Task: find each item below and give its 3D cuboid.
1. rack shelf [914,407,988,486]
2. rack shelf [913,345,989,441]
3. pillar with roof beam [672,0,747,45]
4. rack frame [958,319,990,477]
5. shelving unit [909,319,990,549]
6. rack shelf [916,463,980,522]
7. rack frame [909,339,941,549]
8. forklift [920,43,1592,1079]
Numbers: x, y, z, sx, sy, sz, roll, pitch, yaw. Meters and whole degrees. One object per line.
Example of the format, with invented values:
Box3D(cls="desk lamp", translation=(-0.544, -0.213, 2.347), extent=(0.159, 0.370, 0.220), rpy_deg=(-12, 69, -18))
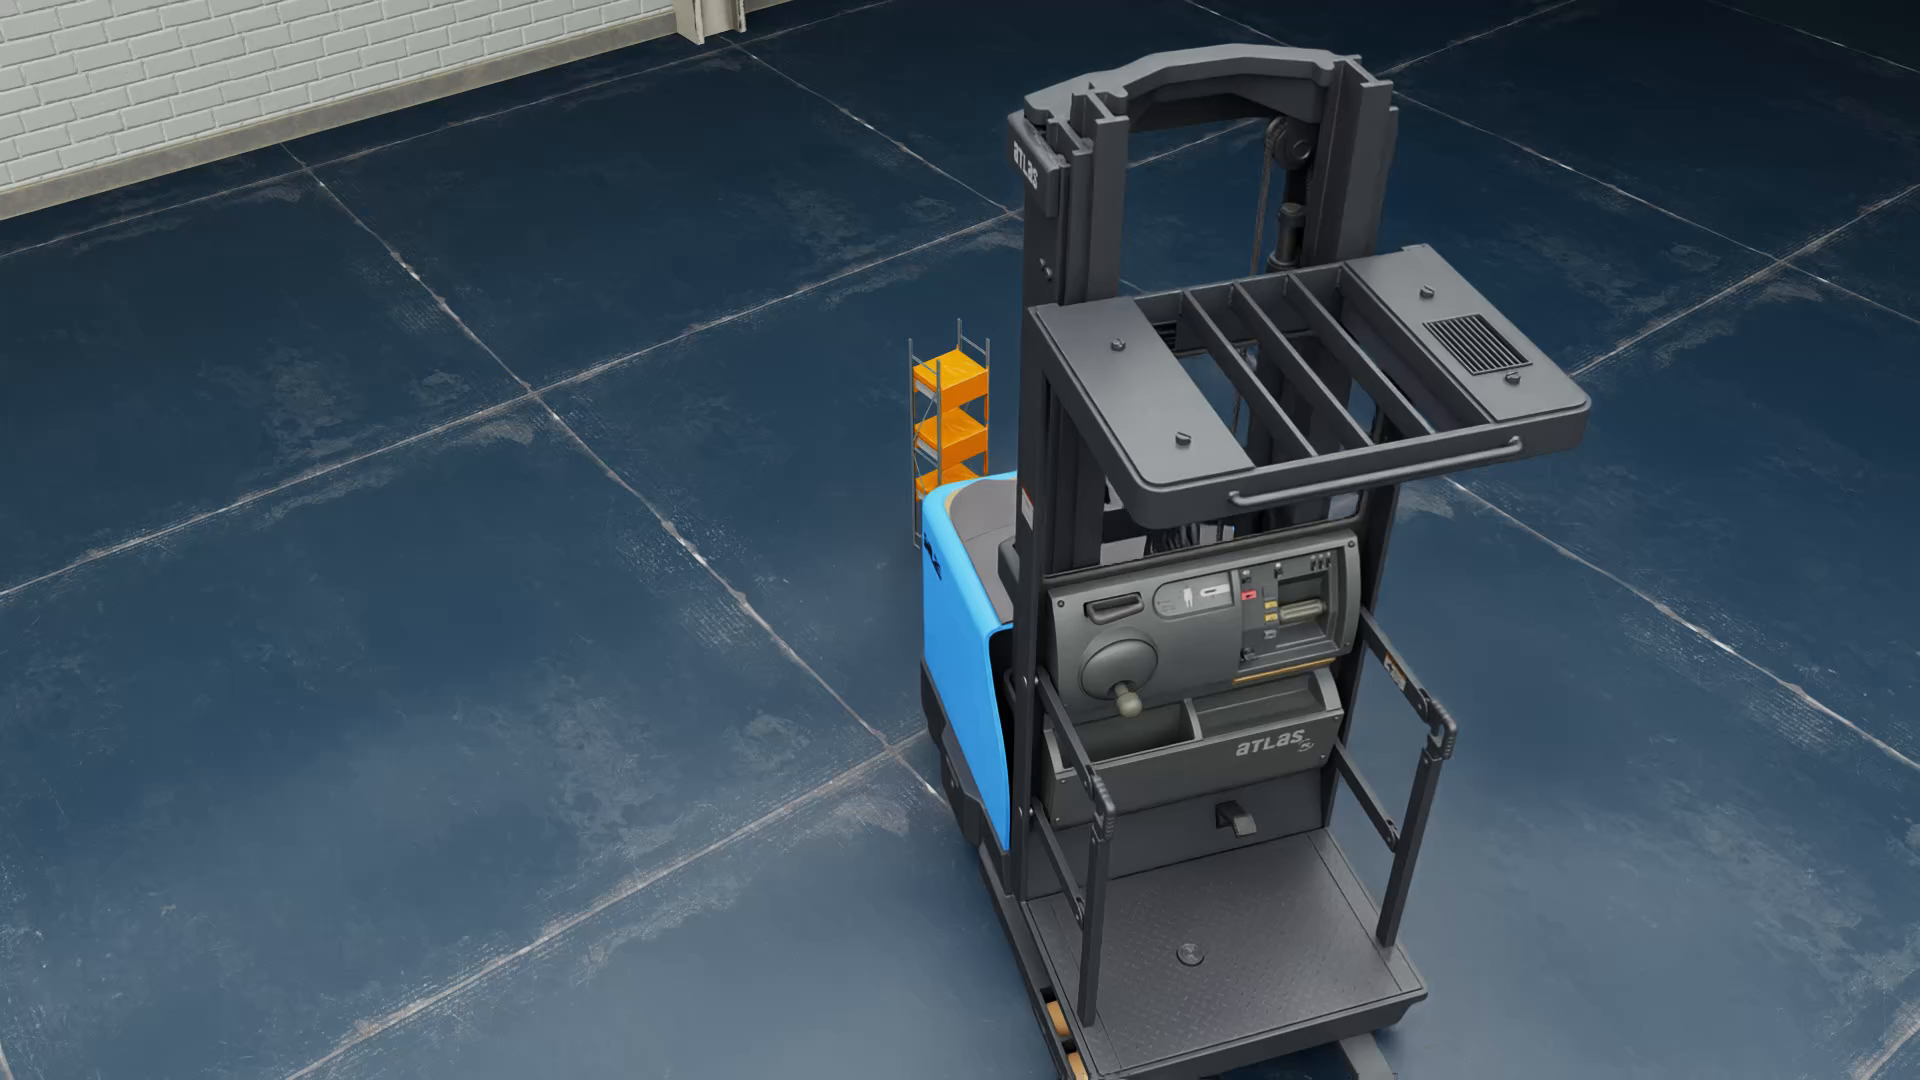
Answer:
Box3D(cls="rack shelf", translation=(-0.042, -0.377, 6.899), extent=(0.240, 0.259, 0.215), rpy_deg=(-26, 46, -28))
Box3D(cls="rack shelf", translation=(-0.042, -0.596, 6.719), extent=(0.240, 0.259, 0.215), rpy_deg=(-26, 46, -28))
Box3D(cls="pillar with roof beam", translation=(0.892, -4.858, 6.077), extent=(0.400, 9.000, 9.100), rpy_deg=(-26, 46, -28))
Box3D(cls="rack frame", translation=(0.054, -0.432, 6.949), extent=(0.008, 1.050, 0.200), rpy_deg=(-26, 46, -28))
Box3D(cls="shelving unit", translation=(-0.042, -0.385, 6.892), extent=(0.252, 1.050, 0.215), rpy_deg=(-26, 46, -28))
Box3D(cls="rack shelf", translation=(-0.042, -0.162, 7.075), extent=(0.240, 0.259, 0.215), rpy_deg=(-26, 46, -28))
Box3D(cls="rack frame", translation=(-0.139, -0.338, 6.834), extent=(0.008, 1.050, 0.200), rpy_deg=(-26, 46, -28))
Box3D(cls="forklift", translation=(0.768, 0.318, 4.551), extent=(1.130, 2.935, 3.031), rpy_deg=(-11, 41, -13))
